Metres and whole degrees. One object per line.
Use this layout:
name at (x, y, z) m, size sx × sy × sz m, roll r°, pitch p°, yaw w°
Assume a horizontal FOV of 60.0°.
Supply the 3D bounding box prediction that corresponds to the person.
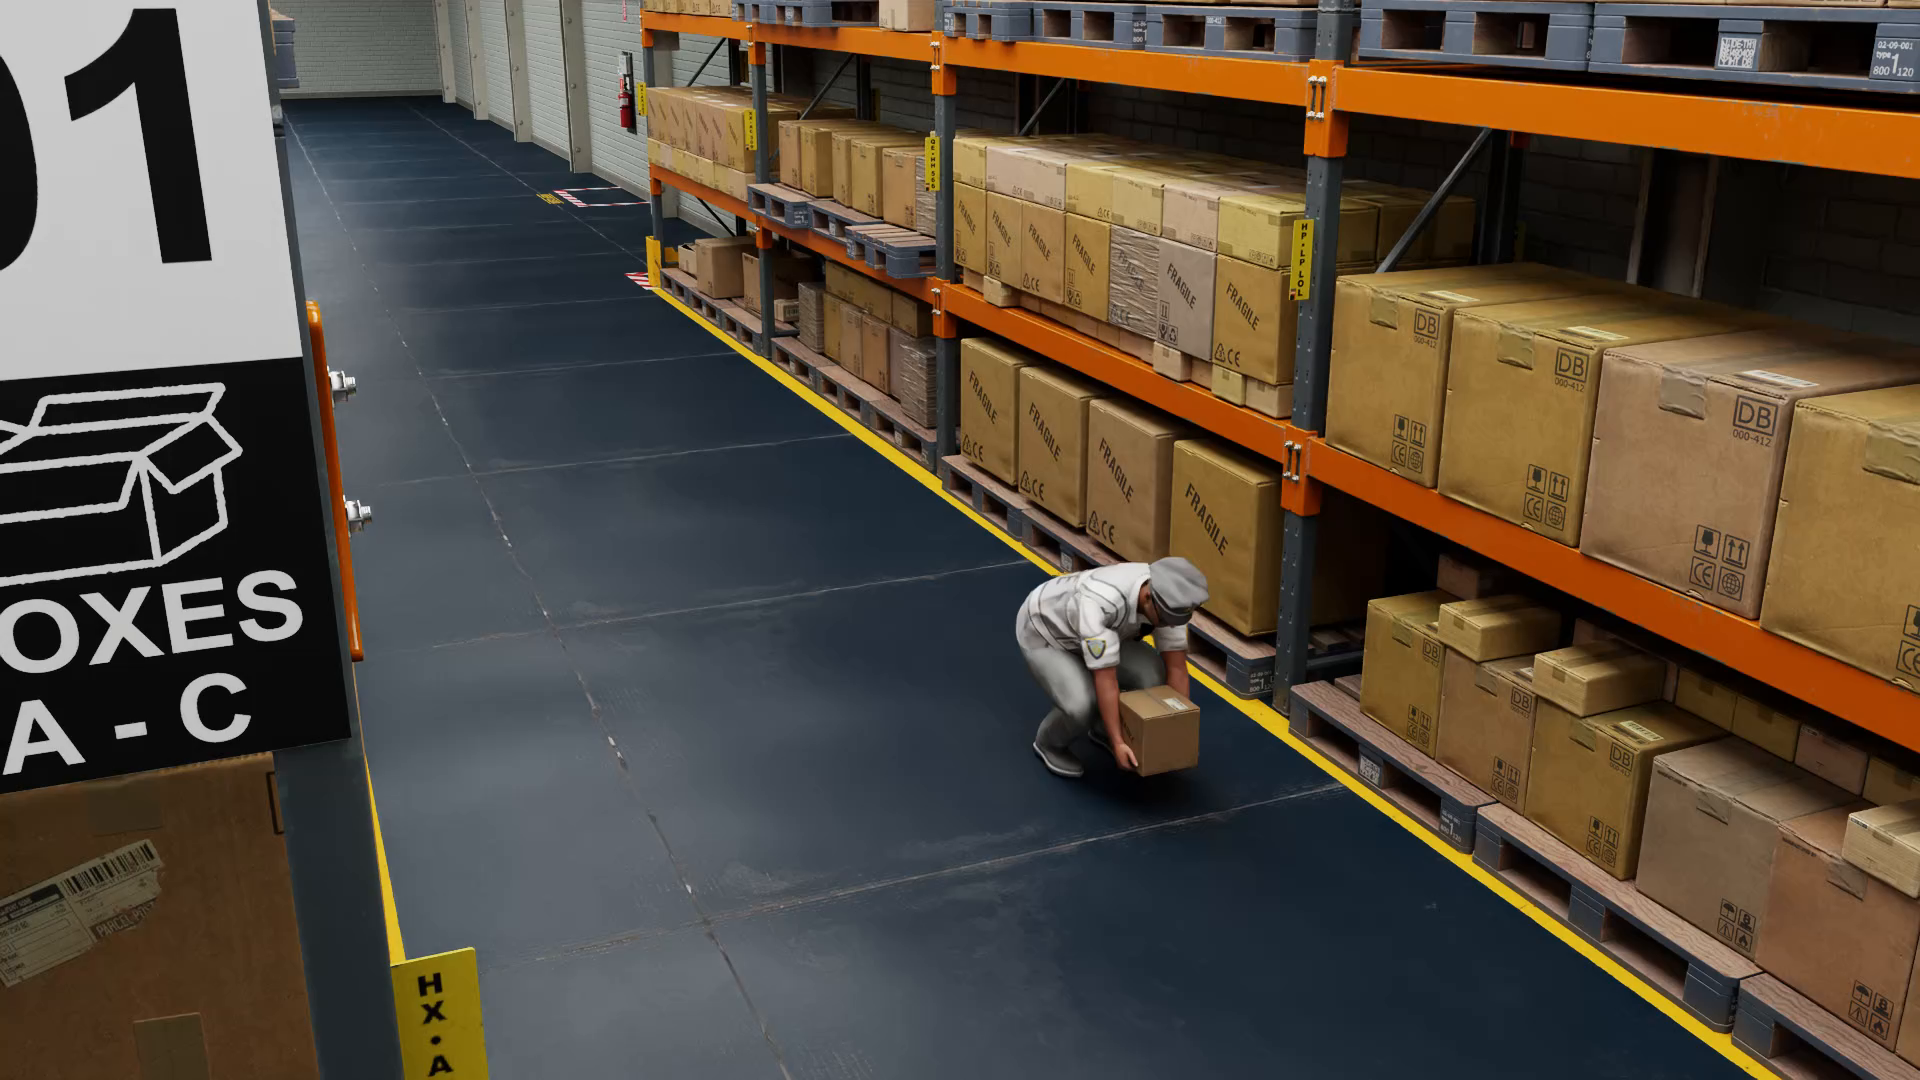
person at (0.616, 0.481, 6.785) m, size 0.529 × 1.025 × 0.950 m, roll -11°, pitch 21°, yaw -28°
